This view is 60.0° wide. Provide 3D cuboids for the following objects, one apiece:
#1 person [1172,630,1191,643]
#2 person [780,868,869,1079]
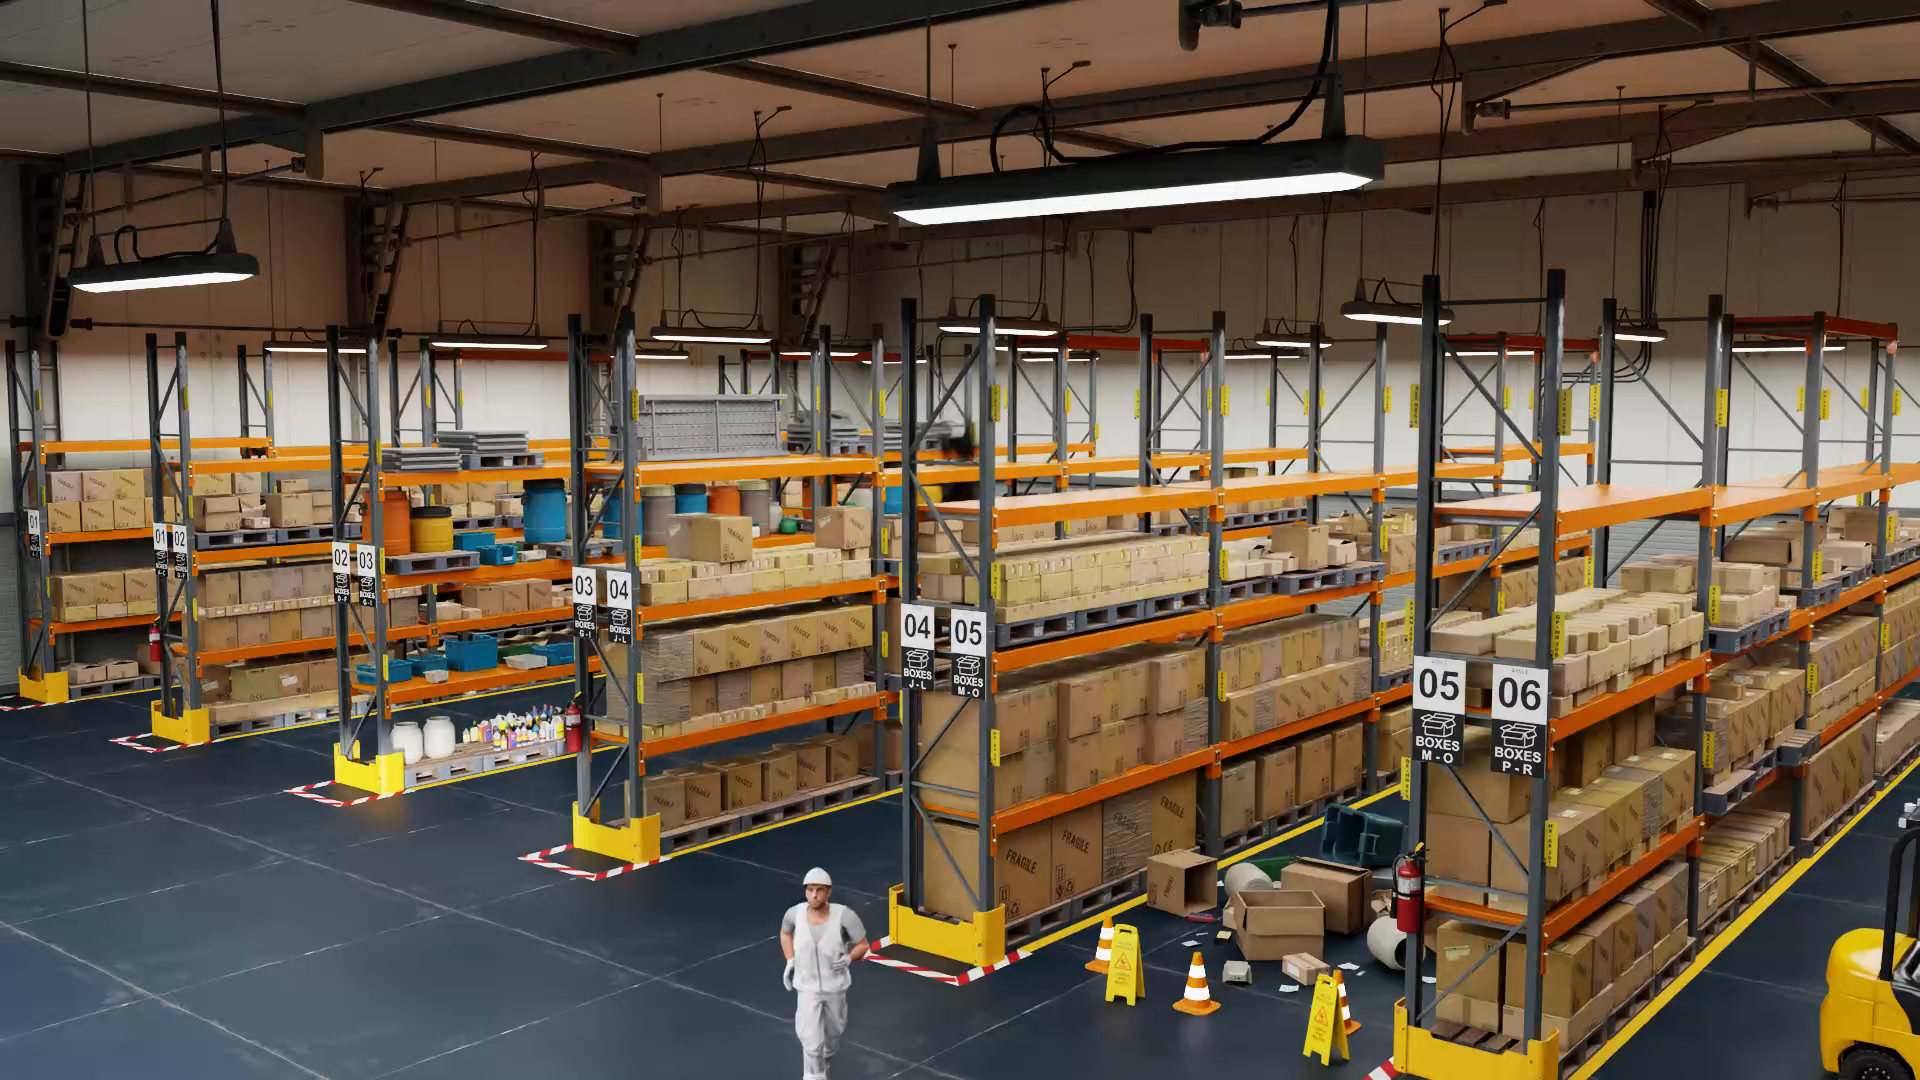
[{"bbox_3d":[3.286,2.095,24.479,0.664,1.747,0.769,3,6,34],"label":"person"},{"bbox_3d":[-0.964,3.204,11.828,0.633,1.804,0.928,0,5,-4],"label":"person"}]
